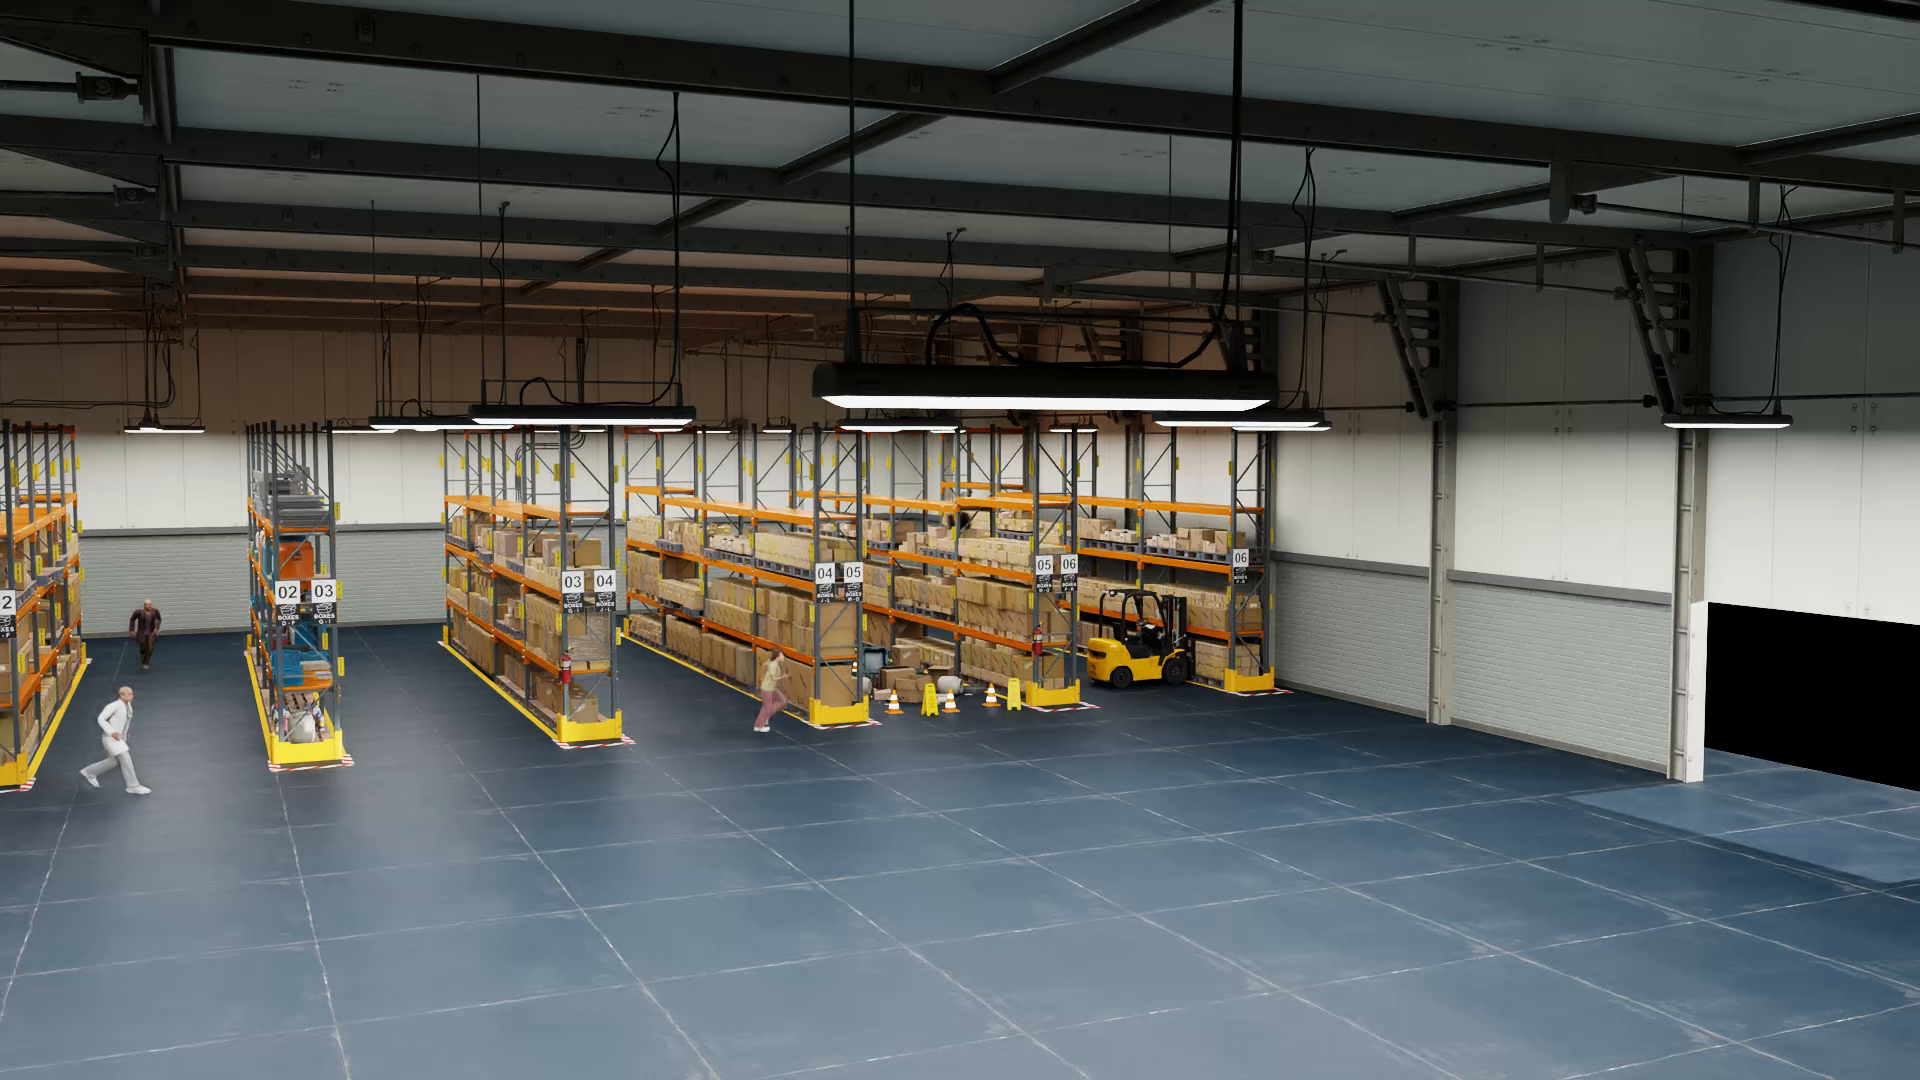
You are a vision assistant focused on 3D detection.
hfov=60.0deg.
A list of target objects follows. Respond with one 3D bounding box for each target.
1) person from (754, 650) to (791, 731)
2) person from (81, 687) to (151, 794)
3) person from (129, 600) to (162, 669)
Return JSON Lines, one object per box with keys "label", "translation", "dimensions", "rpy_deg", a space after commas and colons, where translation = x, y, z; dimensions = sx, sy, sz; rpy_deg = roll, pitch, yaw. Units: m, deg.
{"label": "person", "translation": [-3.634, 2.906, 32.164], "dimensions": [0.741, 1.588, 0.547], "rpy_deg": [0, 4, 7]}
{"label": "person", "translation": [-13.513, 3.196, 26.478], "dimensions": [1.105, 1.736, 0.733], "rpy_deg": [0, 4, 5]}
{"label": "person", "translation": [-20.067, 2.313, 40.979], "dimensions": [0.720, 1.712, 0.705], "rpy_deg": [-3, 5, -40]}
